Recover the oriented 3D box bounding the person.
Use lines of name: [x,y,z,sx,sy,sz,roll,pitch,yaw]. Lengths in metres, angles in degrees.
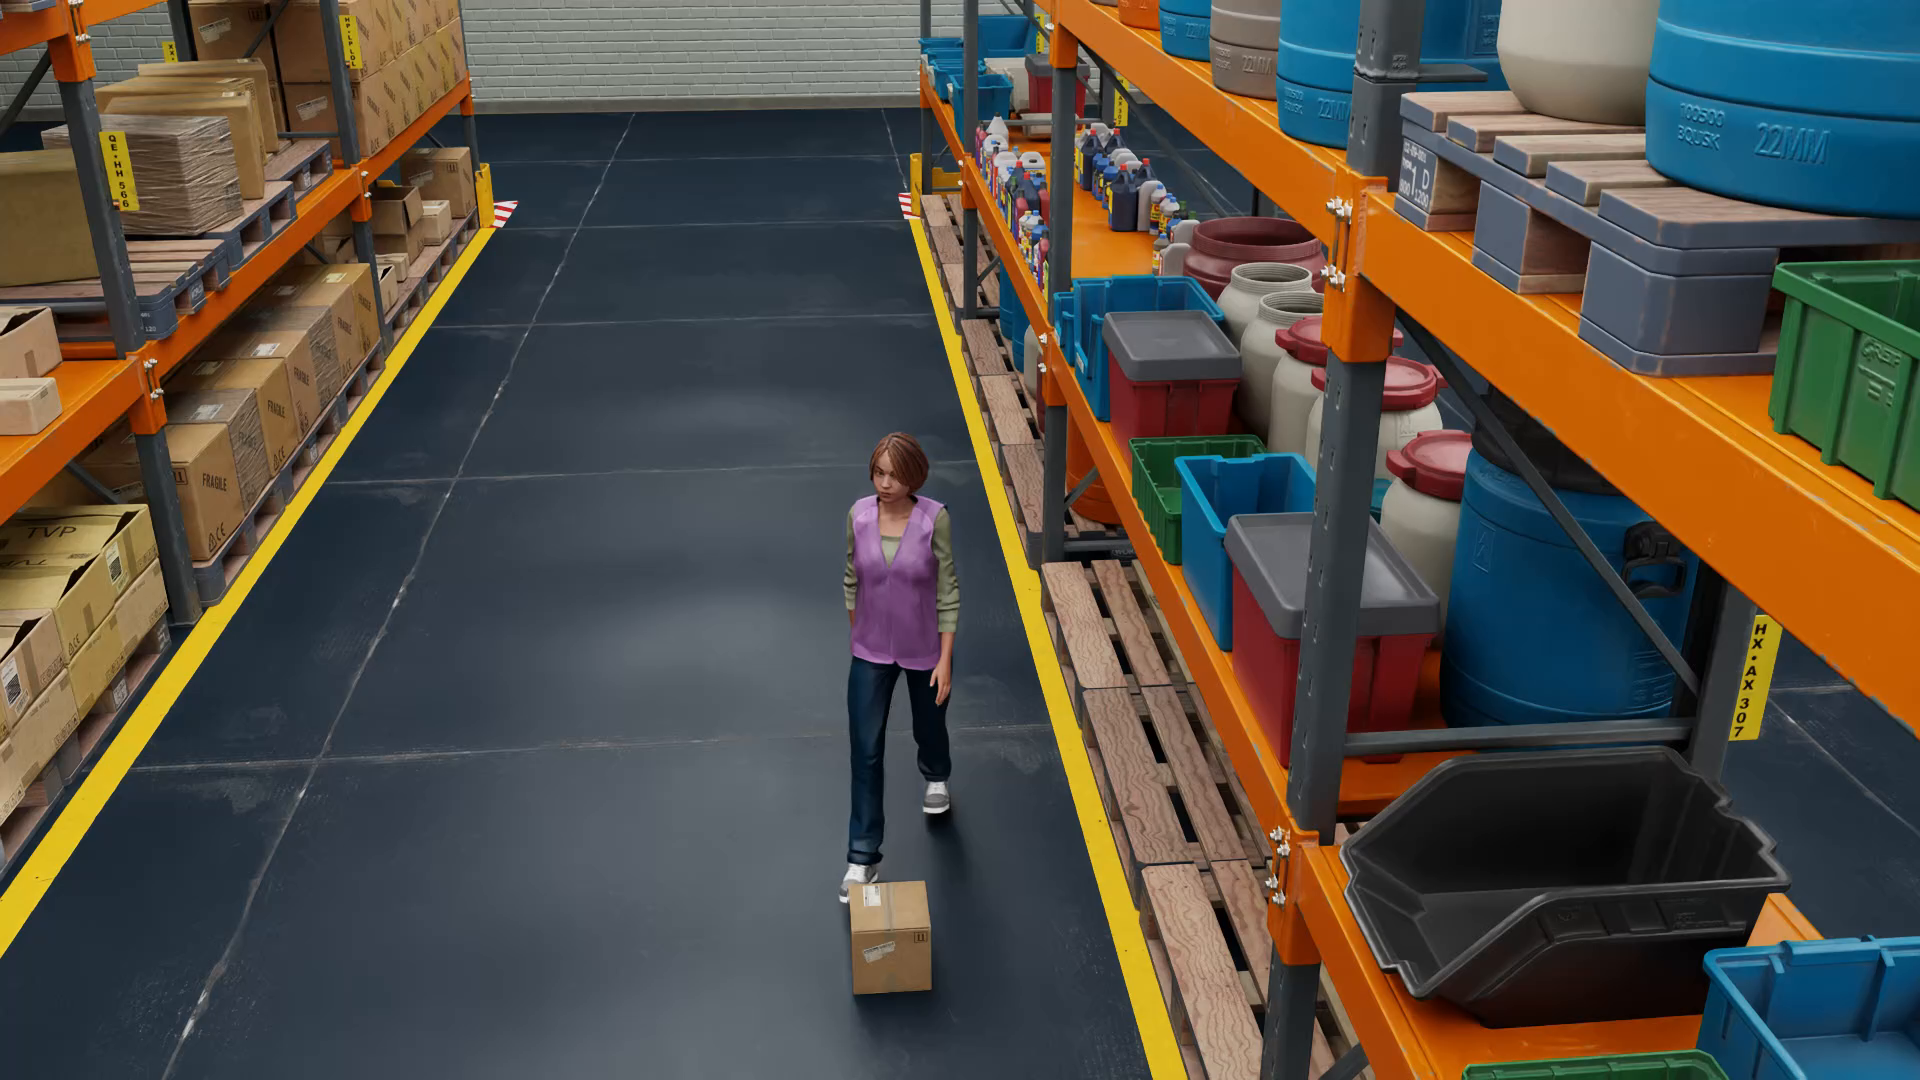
person: [-0.208,0.401,5.702,0.418,1.554,0.846,2,24,5]
